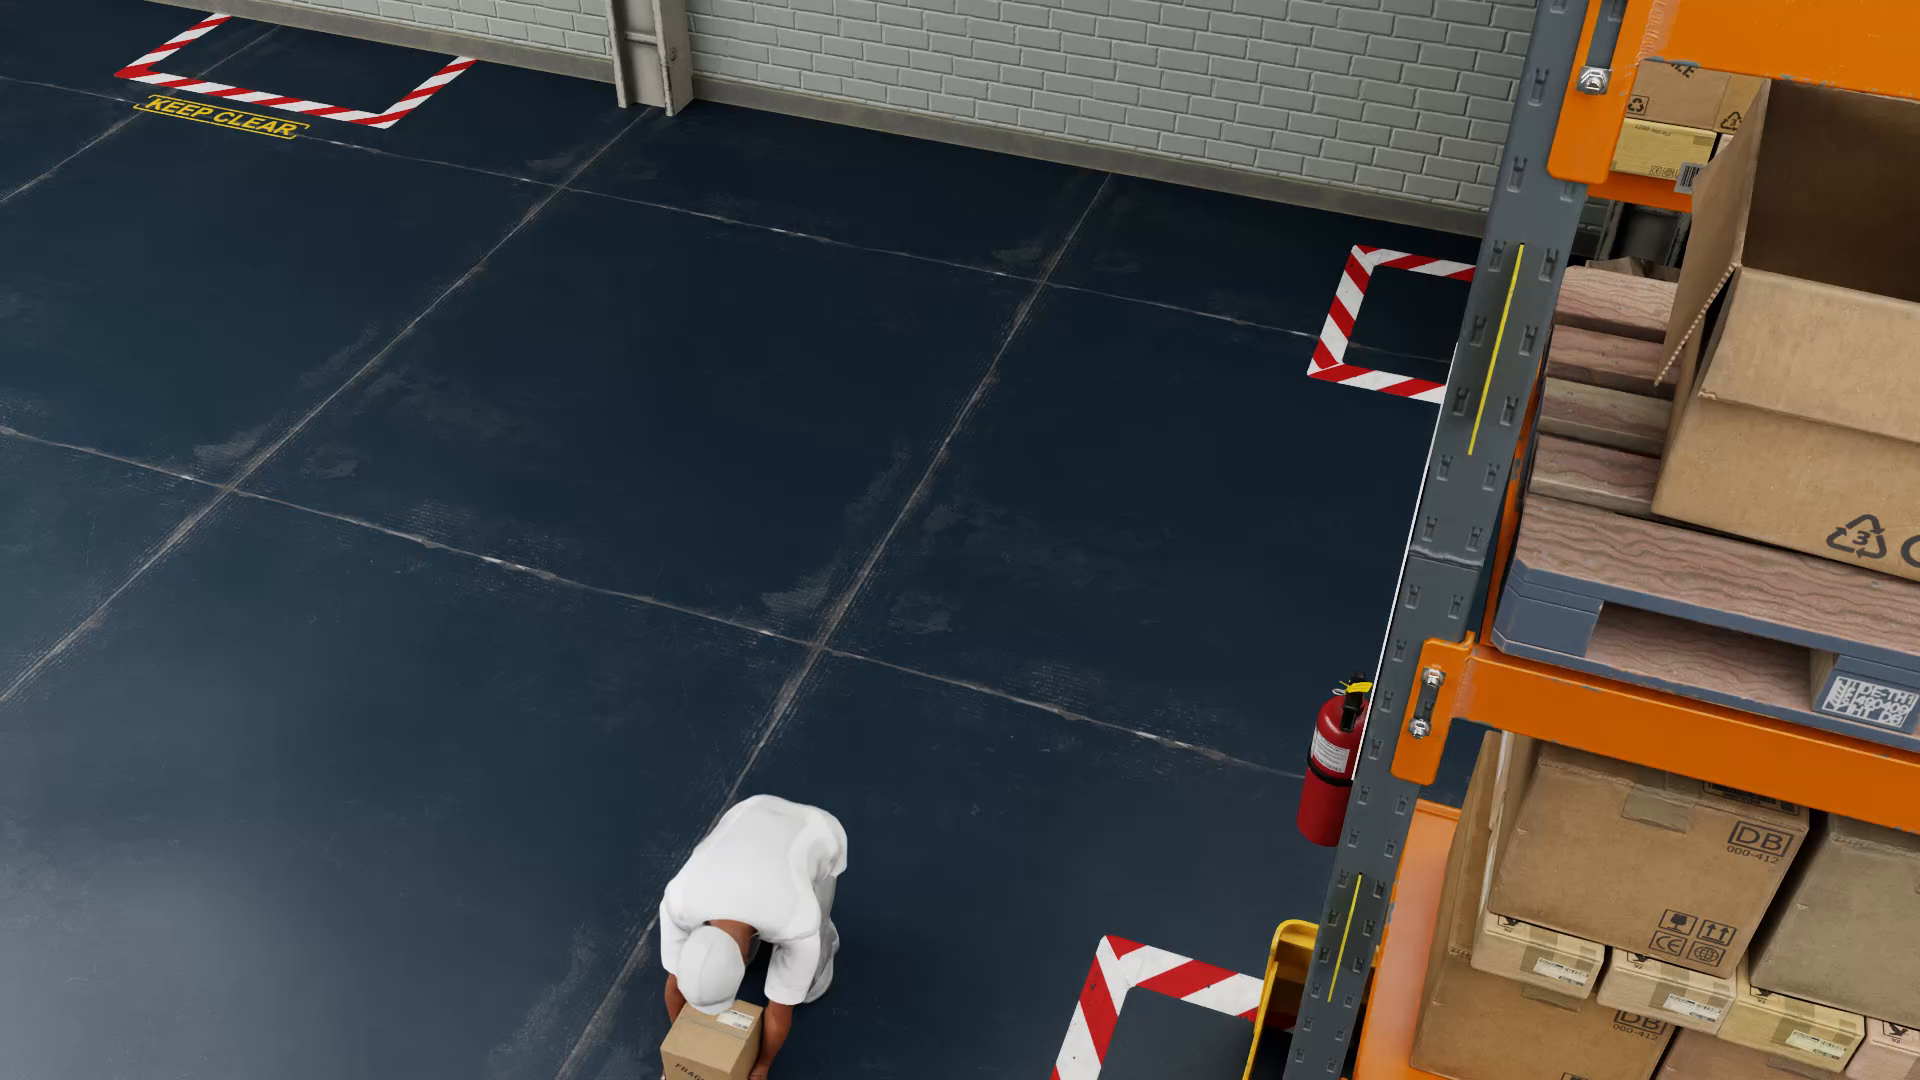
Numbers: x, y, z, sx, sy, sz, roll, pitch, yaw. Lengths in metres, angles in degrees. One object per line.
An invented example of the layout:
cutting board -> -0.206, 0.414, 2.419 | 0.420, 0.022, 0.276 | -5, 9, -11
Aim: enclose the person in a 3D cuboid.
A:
person -> -0.659, 1.296, 5.457 | 0.540, 0.887, 0.934 | 13, 43, 14
